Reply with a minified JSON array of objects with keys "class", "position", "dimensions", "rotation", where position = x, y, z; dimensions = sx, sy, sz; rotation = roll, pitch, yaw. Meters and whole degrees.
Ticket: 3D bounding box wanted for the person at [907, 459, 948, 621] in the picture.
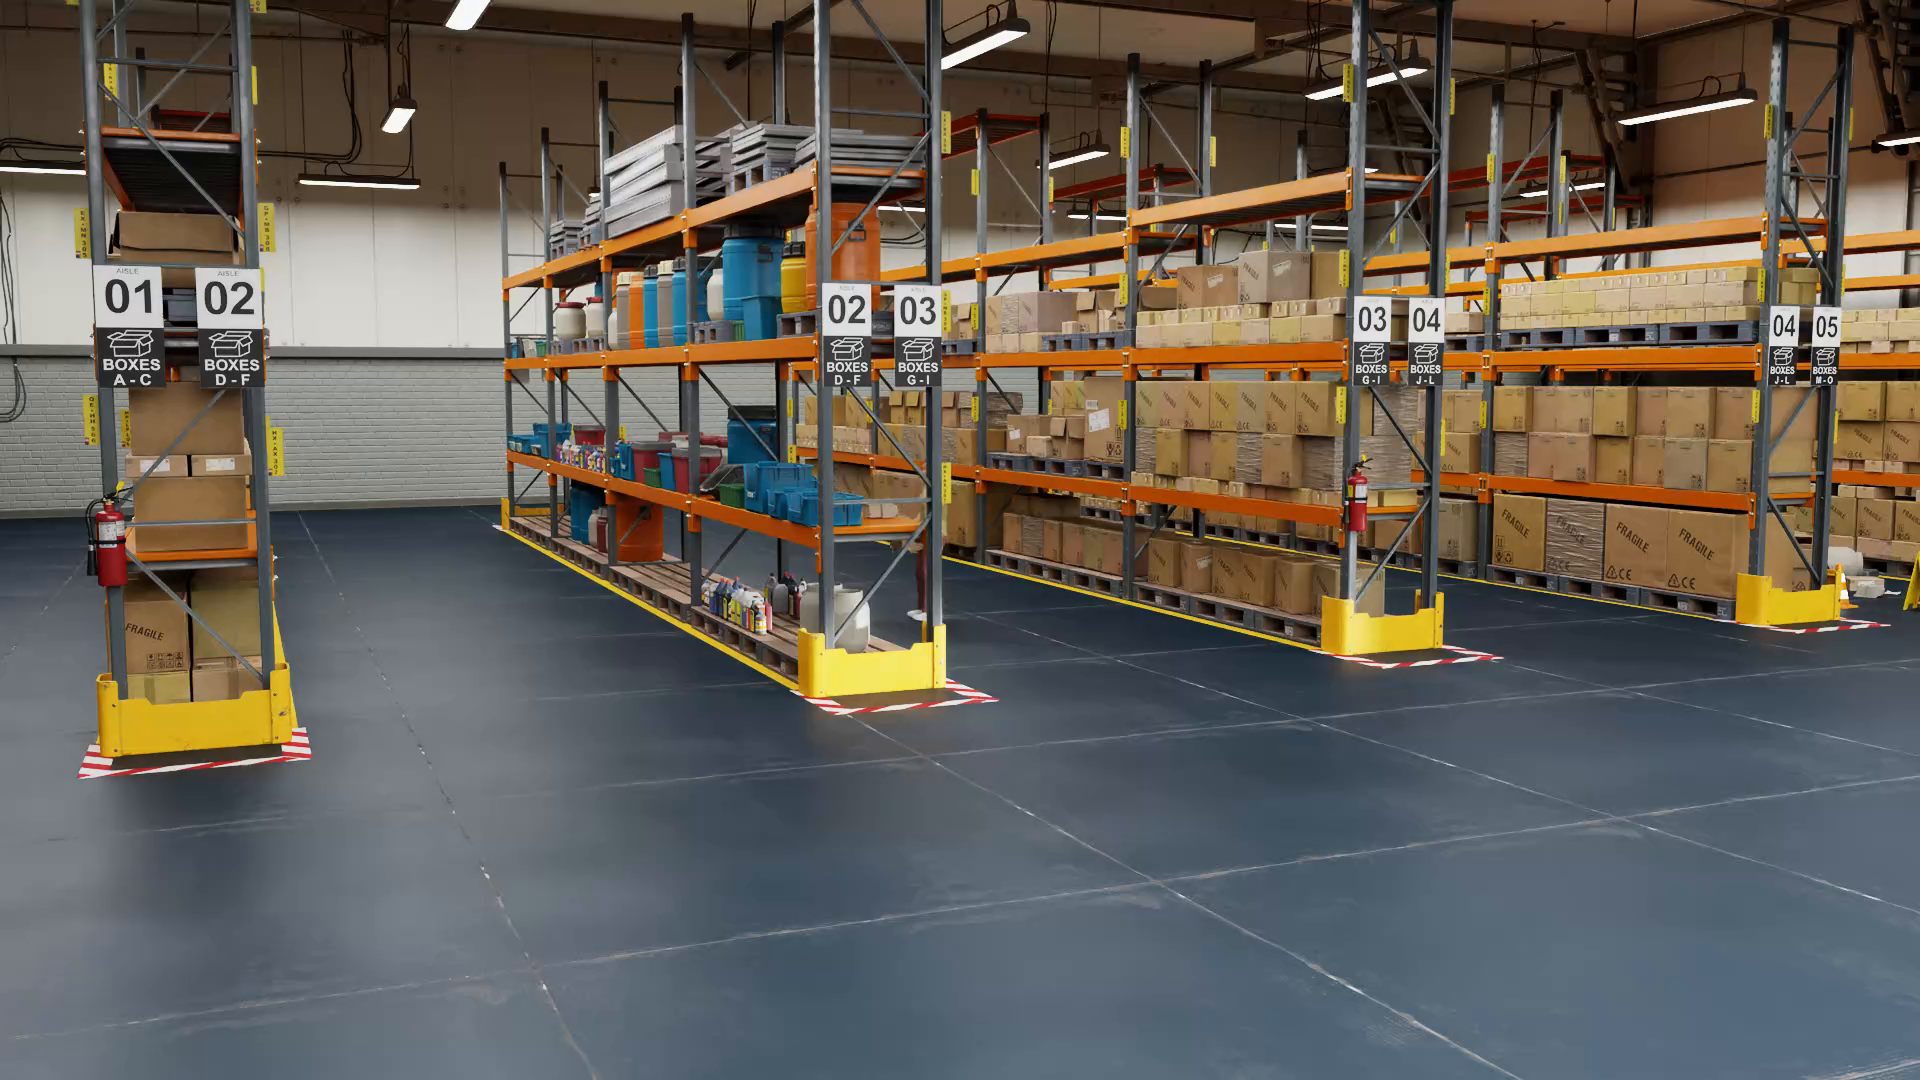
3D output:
[{"class":"person","position":[-0.330,-0.018,17.136],"dimensions":[0.435,1.675,0.468],"rotation":[-3,6,-25]}]
